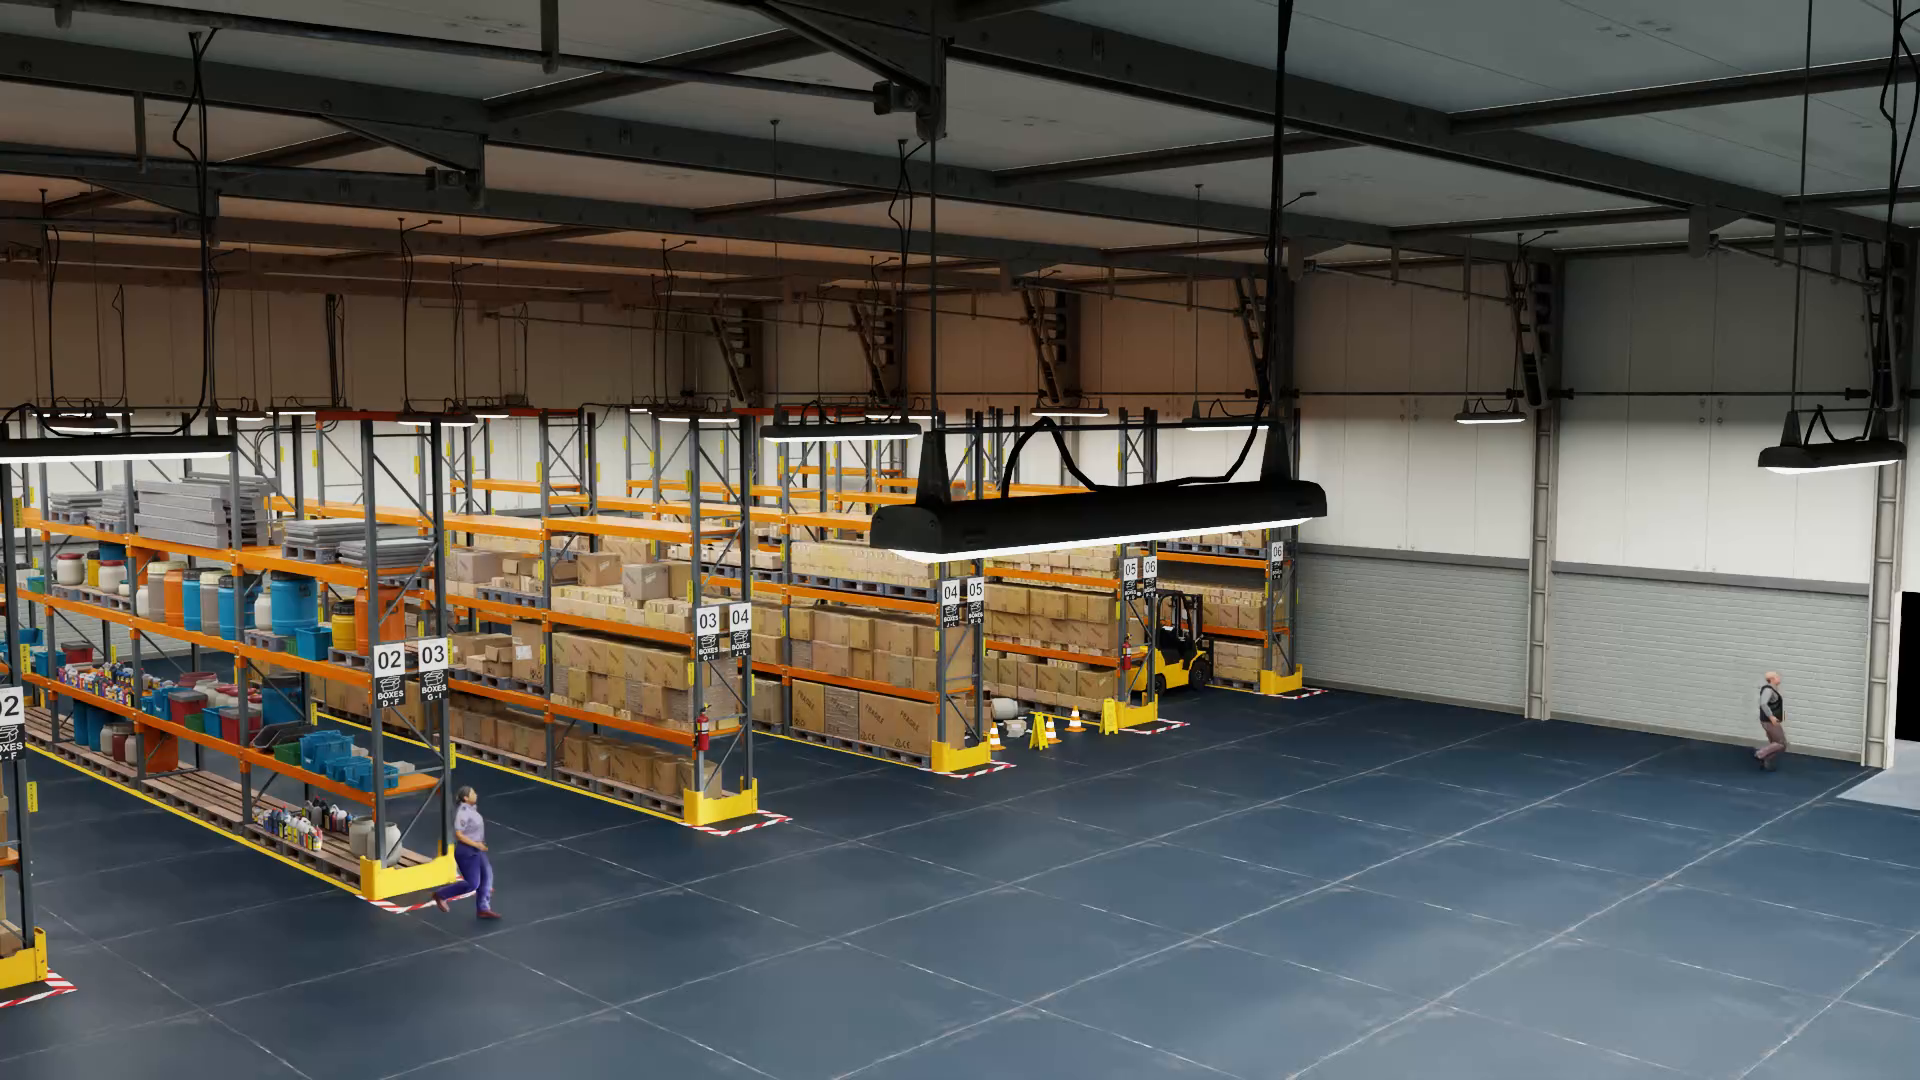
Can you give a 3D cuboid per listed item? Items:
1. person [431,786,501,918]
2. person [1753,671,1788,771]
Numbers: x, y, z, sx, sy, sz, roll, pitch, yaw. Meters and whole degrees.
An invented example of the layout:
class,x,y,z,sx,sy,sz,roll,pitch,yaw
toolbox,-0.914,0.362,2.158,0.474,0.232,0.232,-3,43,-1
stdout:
class,x,y,z,sx,sy,sz,roll,pitch,yaw
person,-5.949,3.763,20.037,0.795,1.630,0.630,-1,5,-9
person,13.553,3.033,27.772,0.515,1.685,0.666,2,6,24
